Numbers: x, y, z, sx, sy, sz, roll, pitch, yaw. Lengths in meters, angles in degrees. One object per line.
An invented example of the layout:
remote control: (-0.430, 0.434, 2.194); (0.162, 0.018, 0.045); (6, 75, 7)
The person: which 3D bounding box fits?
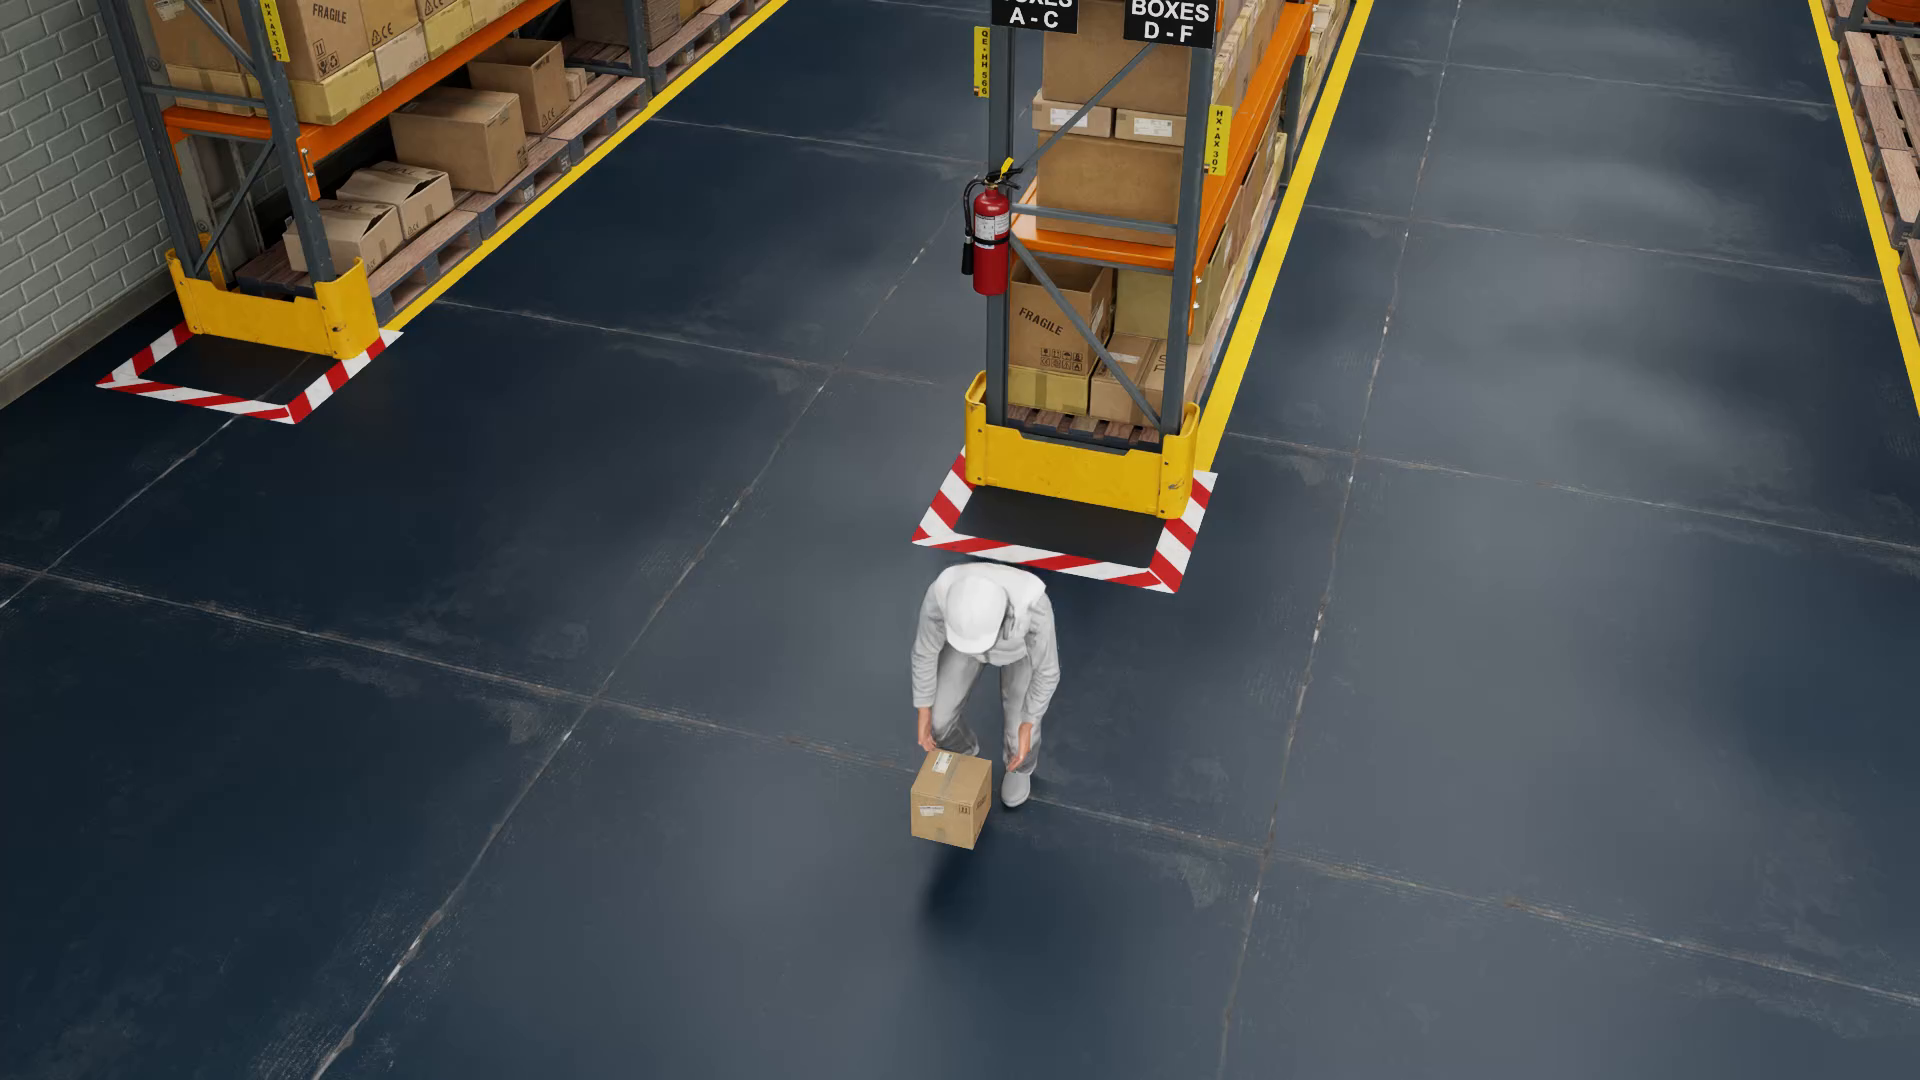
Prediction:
person: (0.130, 0.515, 6.552); (0.588, 1.333, 0.810); (11, 38, 14)
